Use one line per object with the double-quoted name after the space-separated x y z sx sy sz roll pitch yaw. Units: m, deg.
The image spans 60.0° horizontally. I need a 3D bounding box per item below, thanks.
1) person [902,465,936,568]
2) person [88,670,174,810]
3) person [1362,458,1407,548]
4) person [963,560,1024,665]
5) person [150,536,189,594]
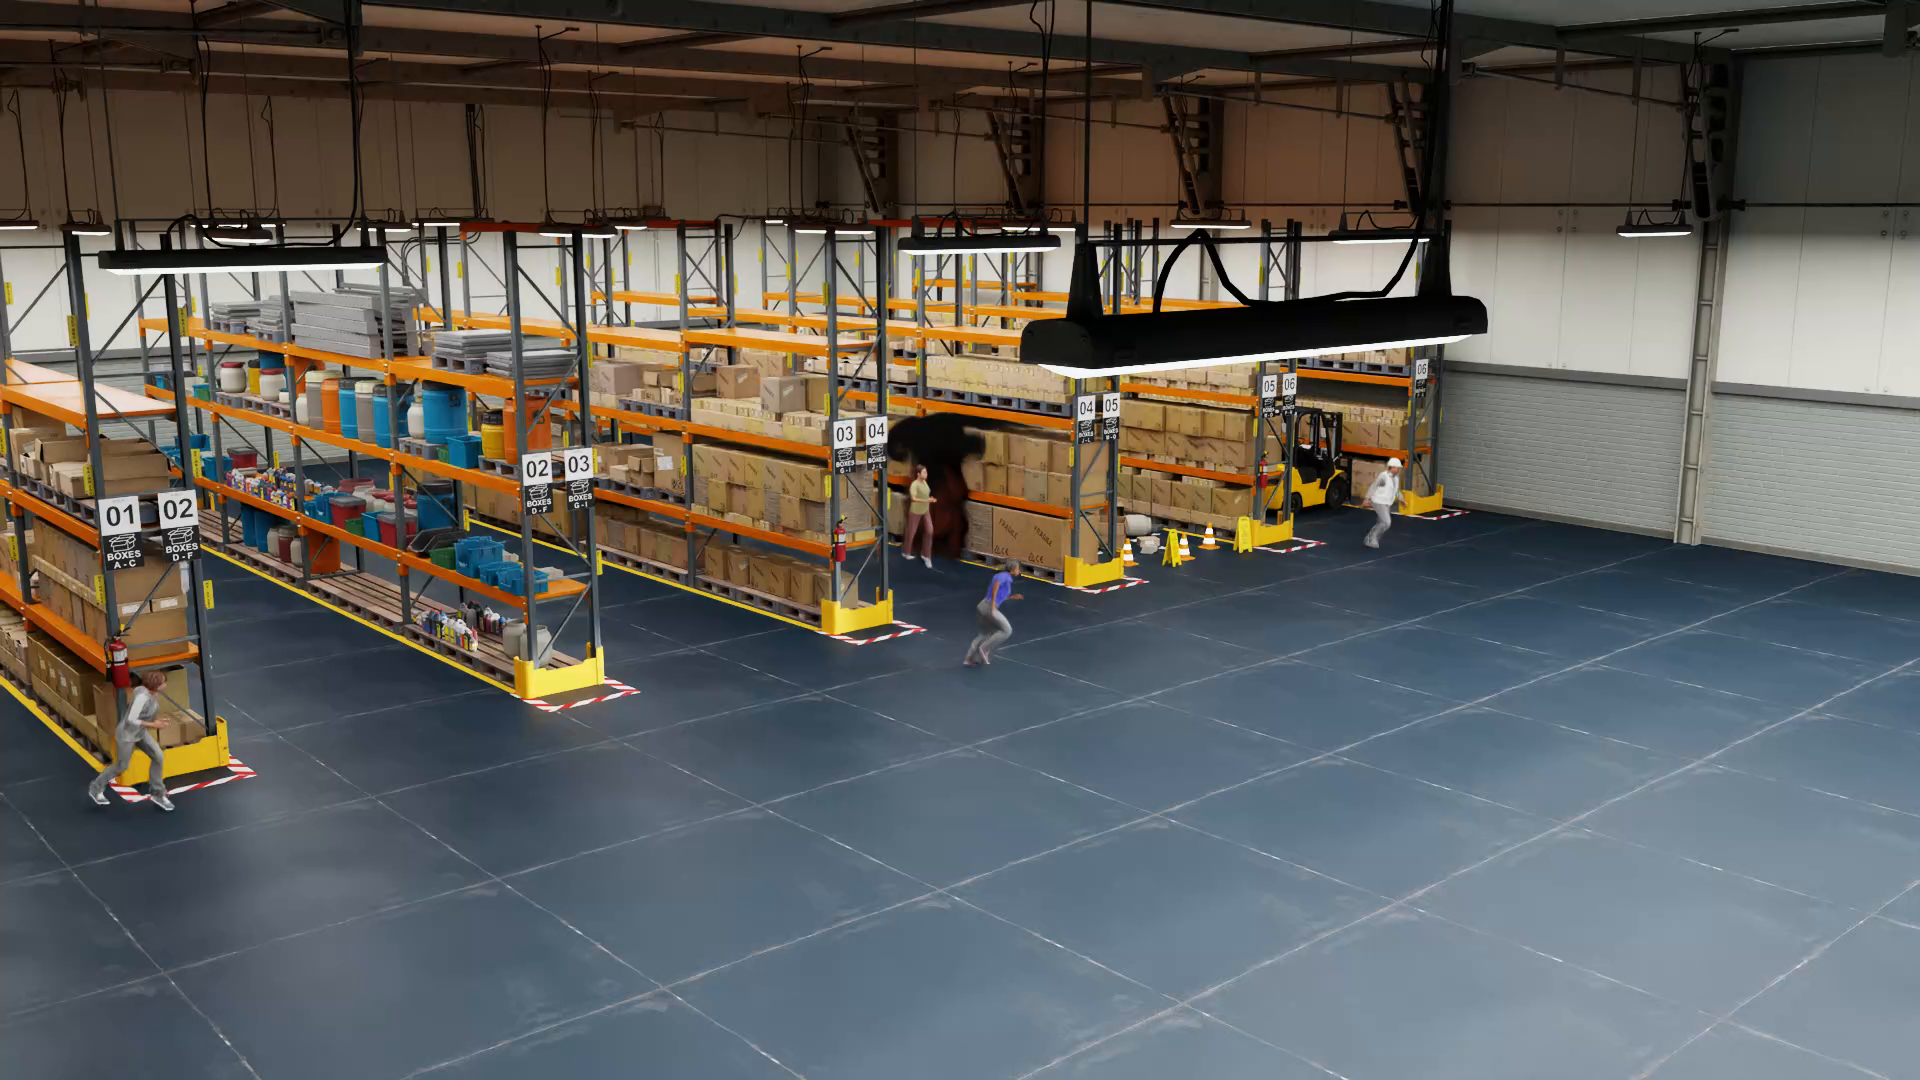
-0.694 -0.406 28.289 0.776 1.767 0.519 10 15 42 "person"
-8.805 2.128 17.589 0.910 1.536 0.573 -1 11 -4 "person"
7.889 -0.687 30.895 0.716 1.719 0.646 11 16 43 "person"
0.489 1.022 23.016 0.879 1.486 0.612 -3 12 -13 "person"
-11.799 0.468 25.024 0.695 1.783 0.646 7 14 32 "person"
